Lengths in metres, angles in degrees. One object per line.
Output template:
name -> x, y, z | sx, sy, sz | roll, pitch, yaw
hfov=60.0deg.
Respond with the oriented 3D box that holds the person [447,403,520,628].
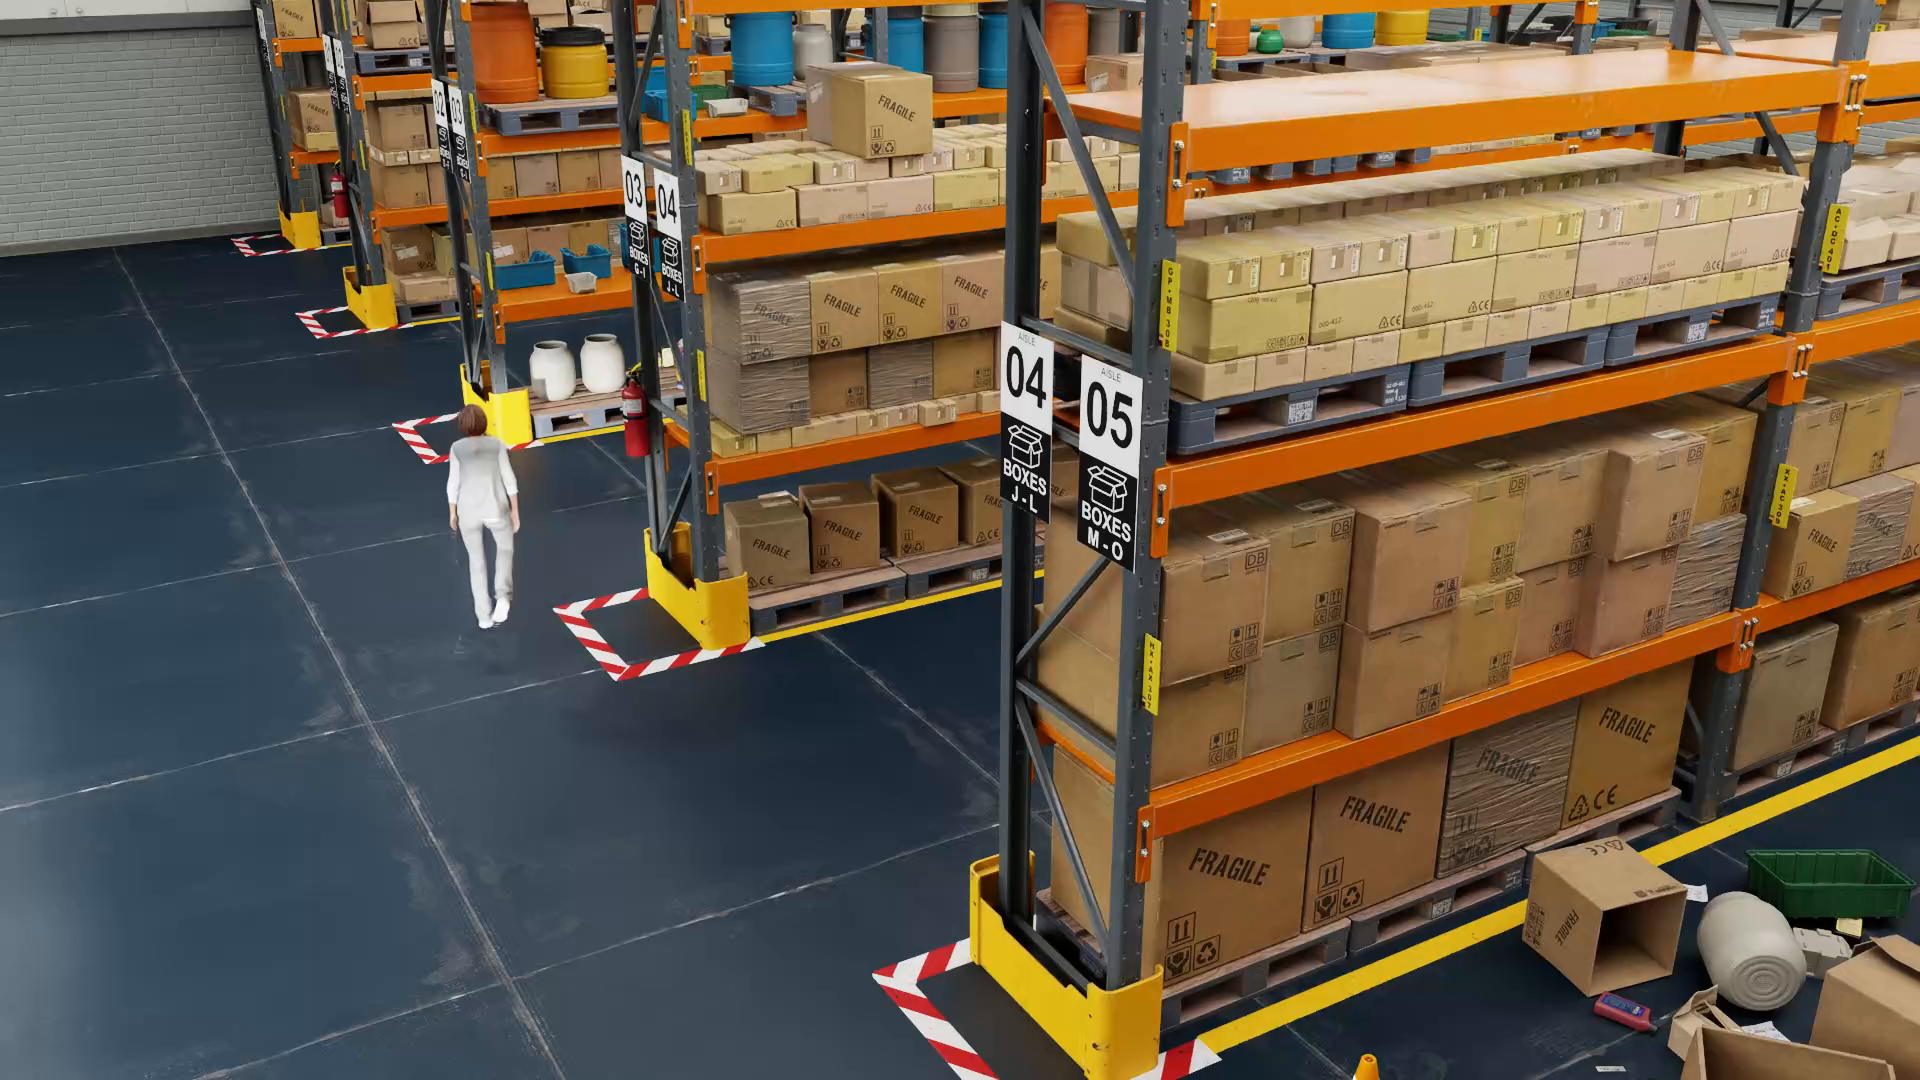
person -> -3.275, -0.170, 11.463 | 0.478, 1.587, 0.422 | -5, 23, -13
